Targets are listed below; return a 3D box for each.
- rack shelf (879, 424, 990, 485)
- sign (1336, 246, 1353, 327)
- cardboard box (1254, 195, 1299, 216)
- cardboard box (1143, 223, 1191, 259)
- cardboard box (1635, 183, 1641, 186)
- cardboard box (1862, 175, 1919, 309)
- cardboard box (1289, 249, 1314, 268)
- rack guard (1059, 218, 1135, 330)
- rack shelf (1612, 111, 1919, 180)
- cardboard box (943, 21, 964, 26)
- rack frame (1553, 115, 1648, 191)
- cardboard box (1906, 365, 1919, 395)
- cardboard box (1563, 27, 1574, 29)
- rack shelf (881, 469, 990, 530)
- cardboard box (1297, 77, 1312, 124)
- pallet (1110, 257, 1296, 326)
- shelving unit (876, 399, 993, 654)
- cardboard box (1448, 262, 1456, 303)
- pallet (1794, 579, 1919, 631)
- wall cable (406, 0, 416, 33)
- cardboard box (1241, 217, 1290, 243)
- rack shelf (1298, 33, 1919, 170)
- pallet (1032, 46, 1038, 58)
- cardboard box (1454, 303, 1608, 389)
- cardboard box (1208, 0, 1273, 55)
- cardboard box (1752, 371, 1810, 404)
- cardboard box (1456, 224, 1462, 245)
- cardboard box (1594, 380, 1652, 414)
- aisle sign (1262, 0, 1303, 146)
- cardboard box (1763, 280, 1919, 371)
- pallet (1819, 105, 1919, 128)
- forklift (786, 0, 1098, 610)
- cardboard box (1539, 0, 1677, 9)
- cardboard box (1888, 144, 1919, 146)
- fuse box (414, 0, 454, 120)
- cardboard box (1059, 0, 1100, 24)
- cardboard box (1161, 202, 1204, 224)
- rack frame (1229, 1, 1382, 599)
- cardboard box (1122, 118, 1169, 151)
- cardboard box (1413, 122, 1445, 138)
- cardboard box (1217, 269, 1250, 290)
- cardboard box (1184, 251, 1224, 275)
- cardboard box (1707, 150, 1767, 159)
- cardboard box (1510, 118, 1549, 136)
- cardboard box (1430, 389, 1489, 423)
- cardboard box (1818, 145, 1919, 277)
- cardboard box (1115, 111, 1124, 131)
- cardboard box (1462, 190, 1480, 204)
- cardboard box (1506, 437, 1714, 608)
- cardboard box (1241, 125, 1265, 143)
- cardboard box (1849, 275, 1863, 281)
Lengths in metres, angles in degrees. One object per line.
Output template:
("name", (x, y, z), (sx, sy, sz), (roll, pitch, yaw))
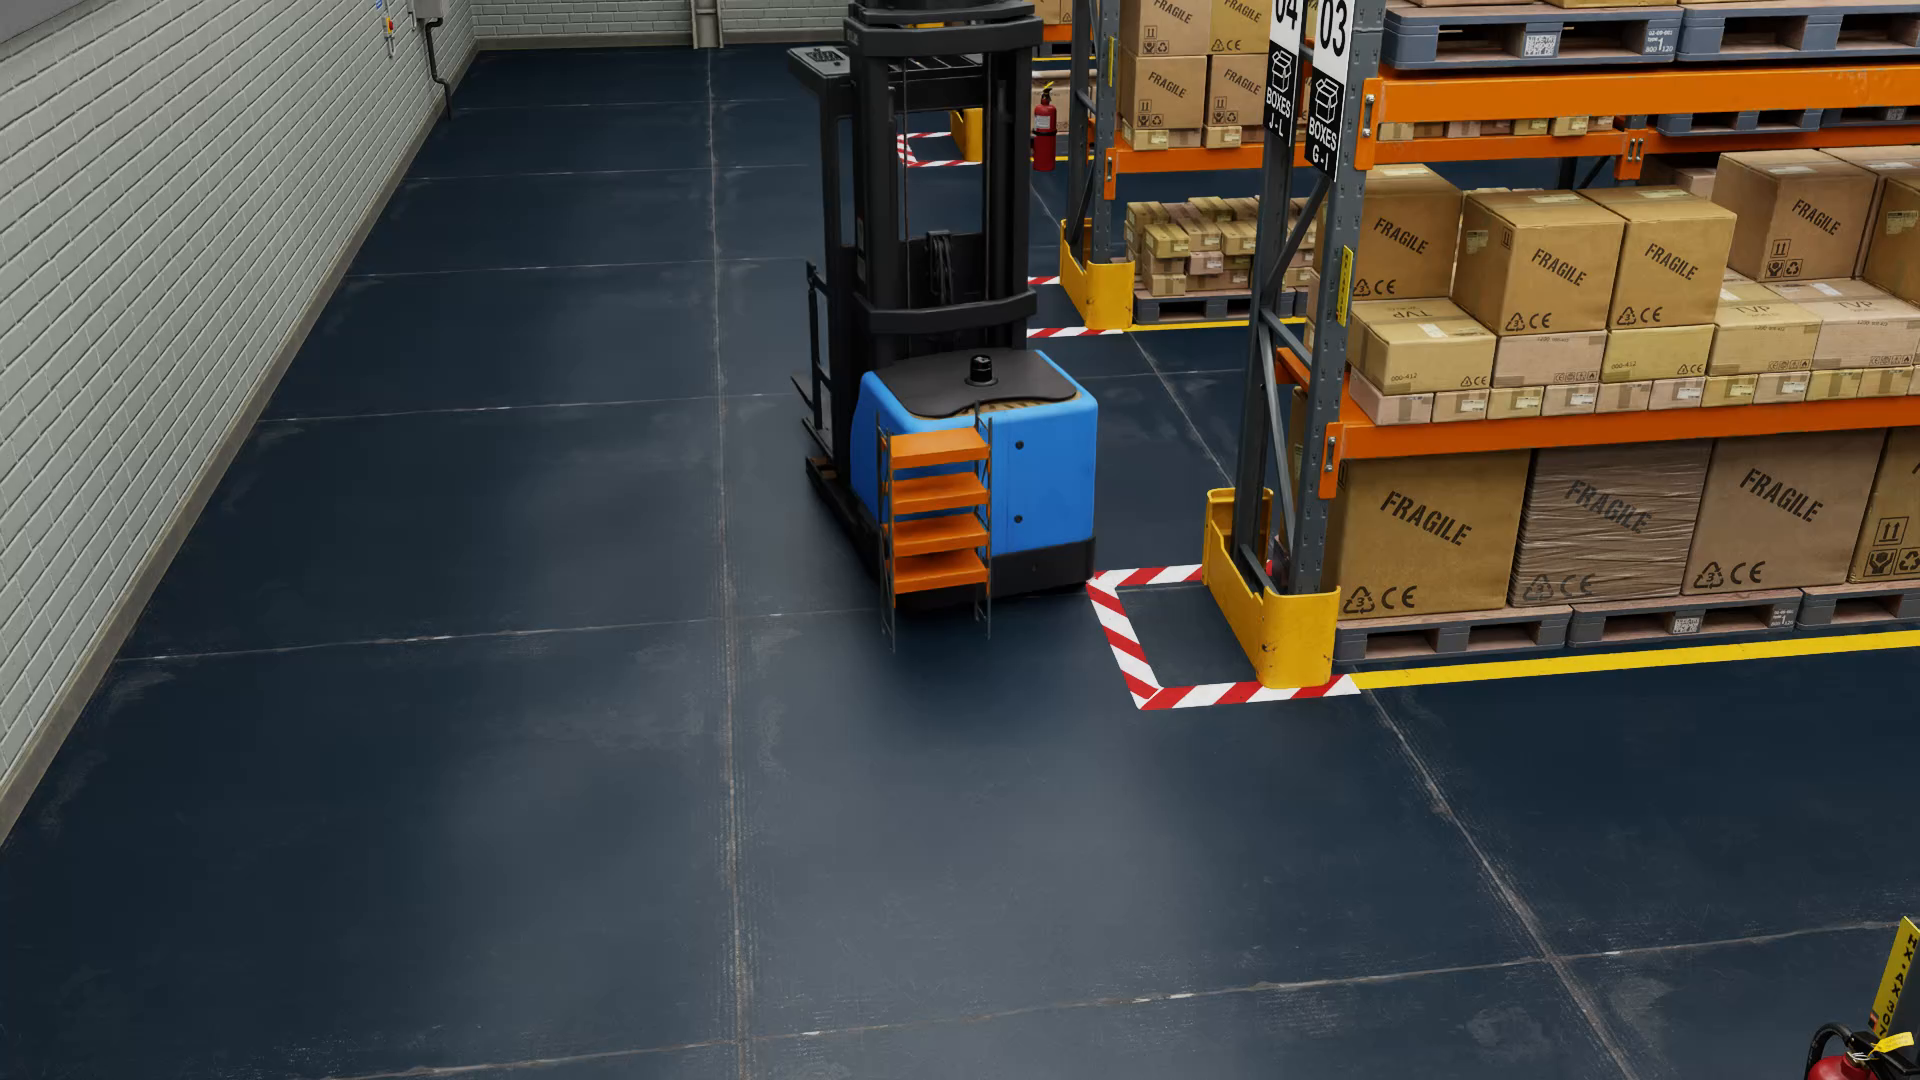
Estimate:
("rack shelf", (-0.123, -0.406, 7.867), (0.480, 0.148, 0.258), (-7, 28, -14))
("sign", (1.620, -1.069, 7.012), (0.005, 0.325, 0.100), (-4, 27, -7))
("cardboard box", (2.466, -2.574, 12.992), (0.250, 0.149, 0.380), (-3, 27, -5))
("cardboard box", (1.524, -2.211, 12.285), (0.250, 0.149, 0.380), (-5, 28, -9))
("cardboard box", (5.617, -2.639, 13.385), (0.500, 0.500, 0.500), (-4, 27, -8))
("cardboard box", (4.595, -1.373, 7.658), (0.500, 0.500, 0.500), (-3, 27, -7))
("cardboard box", (2.541, -2.191, 12.571), (0.250, 0.149, 0.380), (-5, 28, -10))
("rack guard", (1.033, -2.041, 12.680), (0.348, 0.500, 1.175), (-4, 27, -7))
("rack shelf", (6.900, -3.210, 13.008), (4.000, 0.370, 1.077), (-4, 27, -7))
("cardboard box", (0.092, -6.696, 21.288), (0.637, 0.503, 0.797), (-5, 28, -9))
("rack frame", (4.919, -3.403, 12.596), (0.127, 3.000, 1.000), (-4, 27, -7))
("cardboard box", (4.490, -0.826, 7.849), (0.250, 0.149, 0.380), (-3, 27, -6))
("cardboard box", (4.491, -3.872, 11.981), (0.500, 0.500, 0.500), (-5, 28, -9))
("rack shelf", (-0.123, -0.196, 7.975), (0.480, 0.148, 0.258), (-7, 28, -14))
("cardboard box", (2.454, -3.300, 11.960), (0.500, 0.500, 0.500), (-3, 27, -6))
("pallet", (1.843, -1.948, 12.816), (1.213, 0.211, 1.003), (-4, 27, -7))
("shelving unit", (-0.123, -0.057, 8.046), (0.503, 1.200, 0.258), (-7, 28, -14))
("cardboard box", (2.494, -1.148, 8.040), (0.500, 0.250, 0.500), (-4, 27, -8))
("pallet", (4.746, 0.099, 8.825), (1.213, 0.211, 1.003), (-4, 27, -7))
("wall cable", (-5.621, -6.103, 16.746), (0.122, 1.984, 0.588), (-4, 27, -7))
("cardboard box", (2.282, -2.295, 12.447), (0.250, 0.149, 0.380), (-5, 28, -10))
("rack shelf", (3.530, -2.042, 7.445), (4.000, 0.370, 1.077), (-4, 27, -7))
("pallet", (0.338, -6.439, 21.567), (1.213, 0.211, 1.003), (-4, 27, -7))
("cardboard box", (2.576, -0.910, 7.576), (0.500, 0.250, 0.500), (-4, 27, -8))
("cardboard box", (1.938, -3.714, 11.671), (0.500, 0.500, 0.500), (-3, 27, -6))
("cardboard box", (3.729, -0.777, 7.754), (0.250, 0.149, 0.380), (-3, 27, -6))
("cardboard box", (3.587, -2.352, 12.560), (0.250, 0.149, 0.380), (-5, 28, -10))
("cardboard box", (2.964, -0.728, 7.658), (0.250, 0.149, 0.380), (-4, 27, -8))
("aisle sign", (1.436, -2.187, 7.380), (0.004, 0.787, 0.394), (-4, 27, -7))
("cardboard box", (4.092, -1.007, 7.764), (0.500, 0.250, 0.500), (-3, 27, -6))
("pallet", (6.926, -3.428, 12.854), (1.213, 0.211, 1.003), (-4, 27, -7))
("forklift", (-0.275, -1.603, 9.164), (1.130, 2.935, 3.031), (-9, 29, -18))
("cardboard box", (2.631, -2.549, 6.967), (0.500, 0.500, 0.700), (-5, 28, -9))
("cardboard box", (7.661, -3.099, 13.460), (0.500, 0.250, 0.500), (-4, 27, -8))
("fuse box", (-5.560, -5.396, 17.892), (0.414, 1.711, 0.539), (-4, 27, -7))
("cardboard box", (1.181, -5.370, 16.320), (0.500, 0.500, 0.500), (-4, 27, -8))
("cardboard box", (1.704, -2.470, 12.789), (0.250, 0.149, 0.380), (-3, 27, -6))
("rack frame", (1.549, -0.900, 7.718), (0.127, 3.000, 1.000), (-4, 27, -7))
("cardboard box", (1.325, -2.909, 11.909), (0.250, 0.149, 0.380), (-4, 27, -8))
("cardboard box", (3.373, -3.083, 12.249), (0.250, 0.149, 0.380), (-4, 27, -8))
("cardboard box", (2.014, -2.028, 12.580), (0.250, 0.149, 0.380), (-3, 27, -7))
("cardboard box", (1.792, -2.108, 12.410), (0.250, 0.149, 0.380), (-4, 27, -7))
("cardboard box", (6.132, -3.000, 13.267), (0.500, 0.250, 0.500), (-2, 27, -5))
("cardboard box", (4.156, -3.111, 12.303), (0.250, 0.149, 0.380), (-3, 27, -5))
("cardboard box", (2.200, -0.678, 7.562), (0.250, 0.149, 0.380), (-4, 27, -8))
("cardboard box", (4.511, -1.611, 8.121), (0.500, 0.500, 0.500), (-4, 27, -7))
("cardboard box", (1.242, -3.185, 12.447), (0.250, 0.149, 0.380), (-4, 27, -7))
("cardboard box", (4.024, -2.629, 13.098), (0.250, 0.149, 0.380), (-4, 27, -8))
("cardboard box", (3.073, -0.276, 8.370), (0.875, 0.875, 0.875), (-4, 27, -7))
("cardboard box", (2.082, -3.015, 12.116), (0.250, 0.149, 0.380), (-2, 27, -5))
("cardboard box", (4.515, -1.279, 8.295), (0.500, 0.250, 0.500), (-4, 27, -7))
